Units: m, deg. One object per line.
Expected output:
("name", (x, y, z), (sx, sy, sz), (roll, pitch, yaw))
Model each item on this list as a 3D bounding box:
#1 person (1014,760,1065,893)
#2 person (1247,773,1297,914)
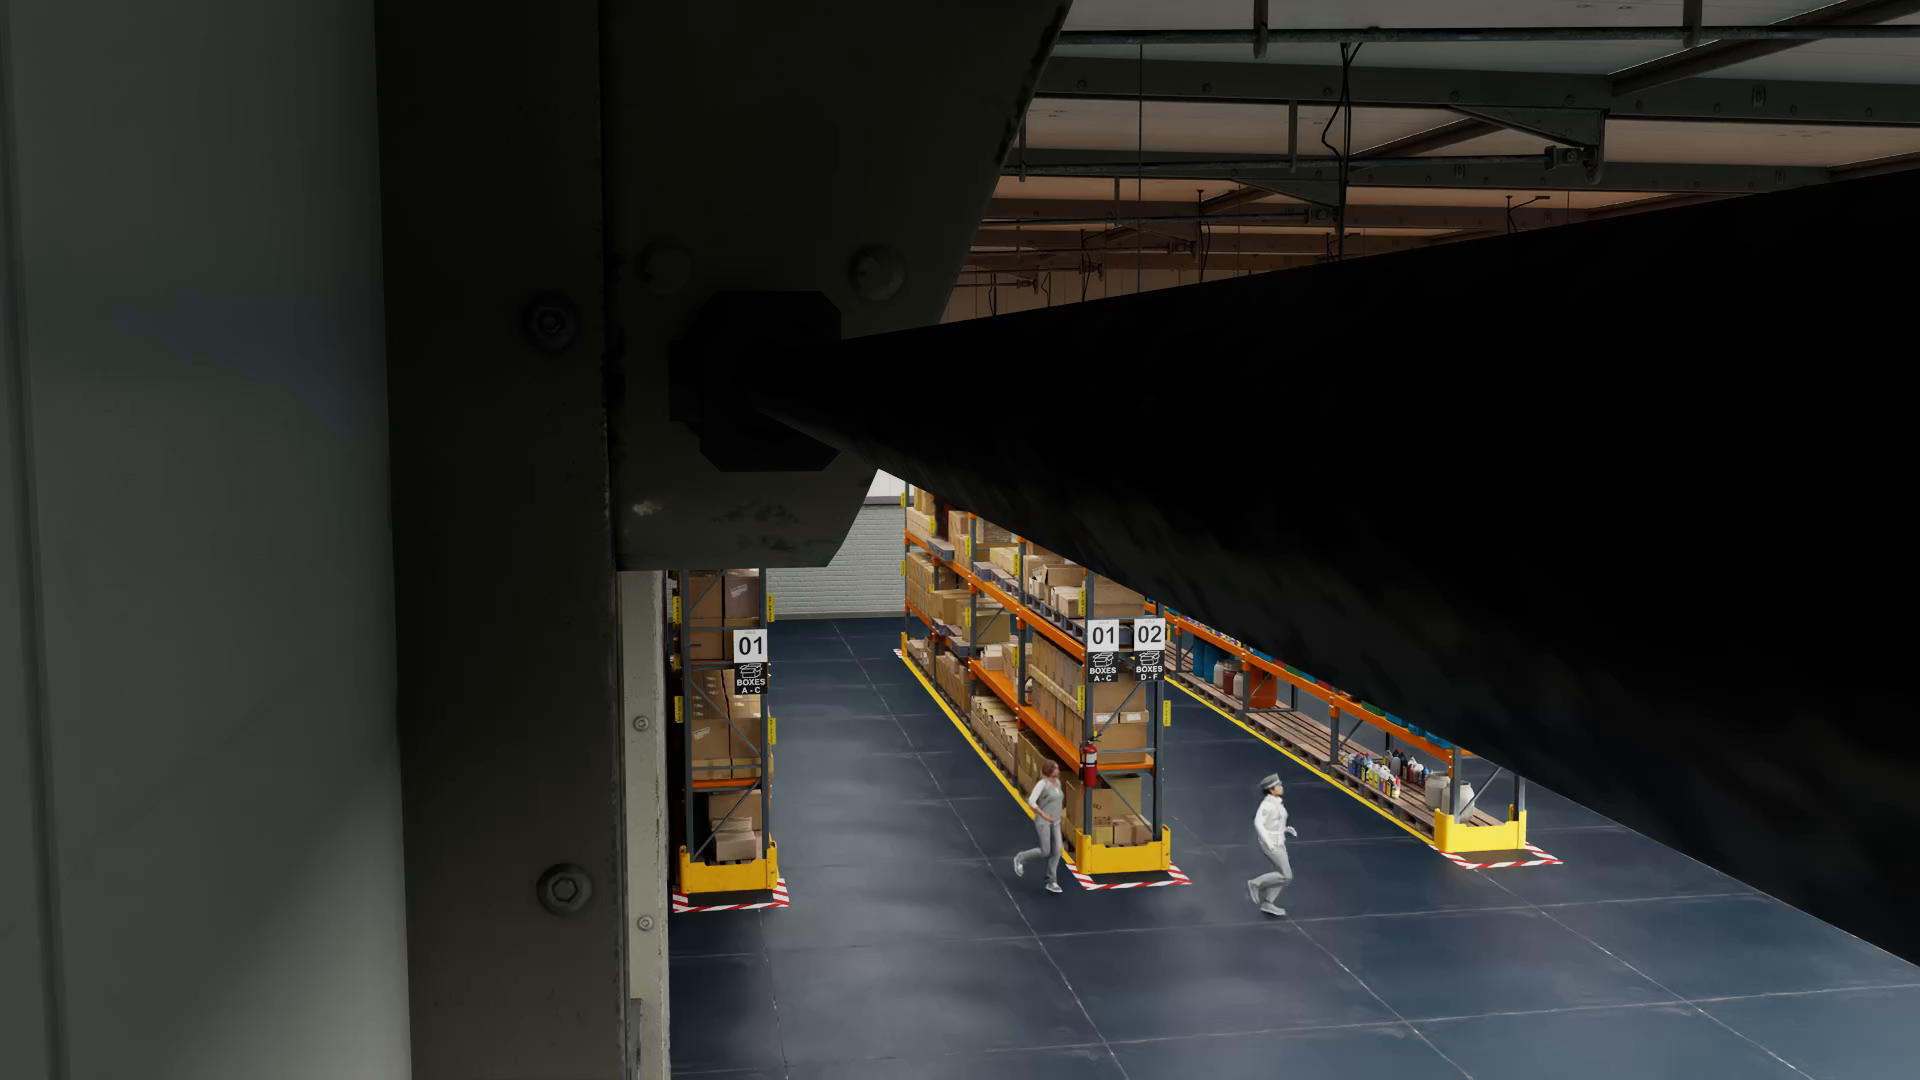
("person", (1.073, 3.458, 20.337), (0.742, 1.545, 0.602), (5, 8, 41))
("person", (3.622, 3.516, 19.271), (0.523, 1.659, 0.668), (2, 6, 21))
